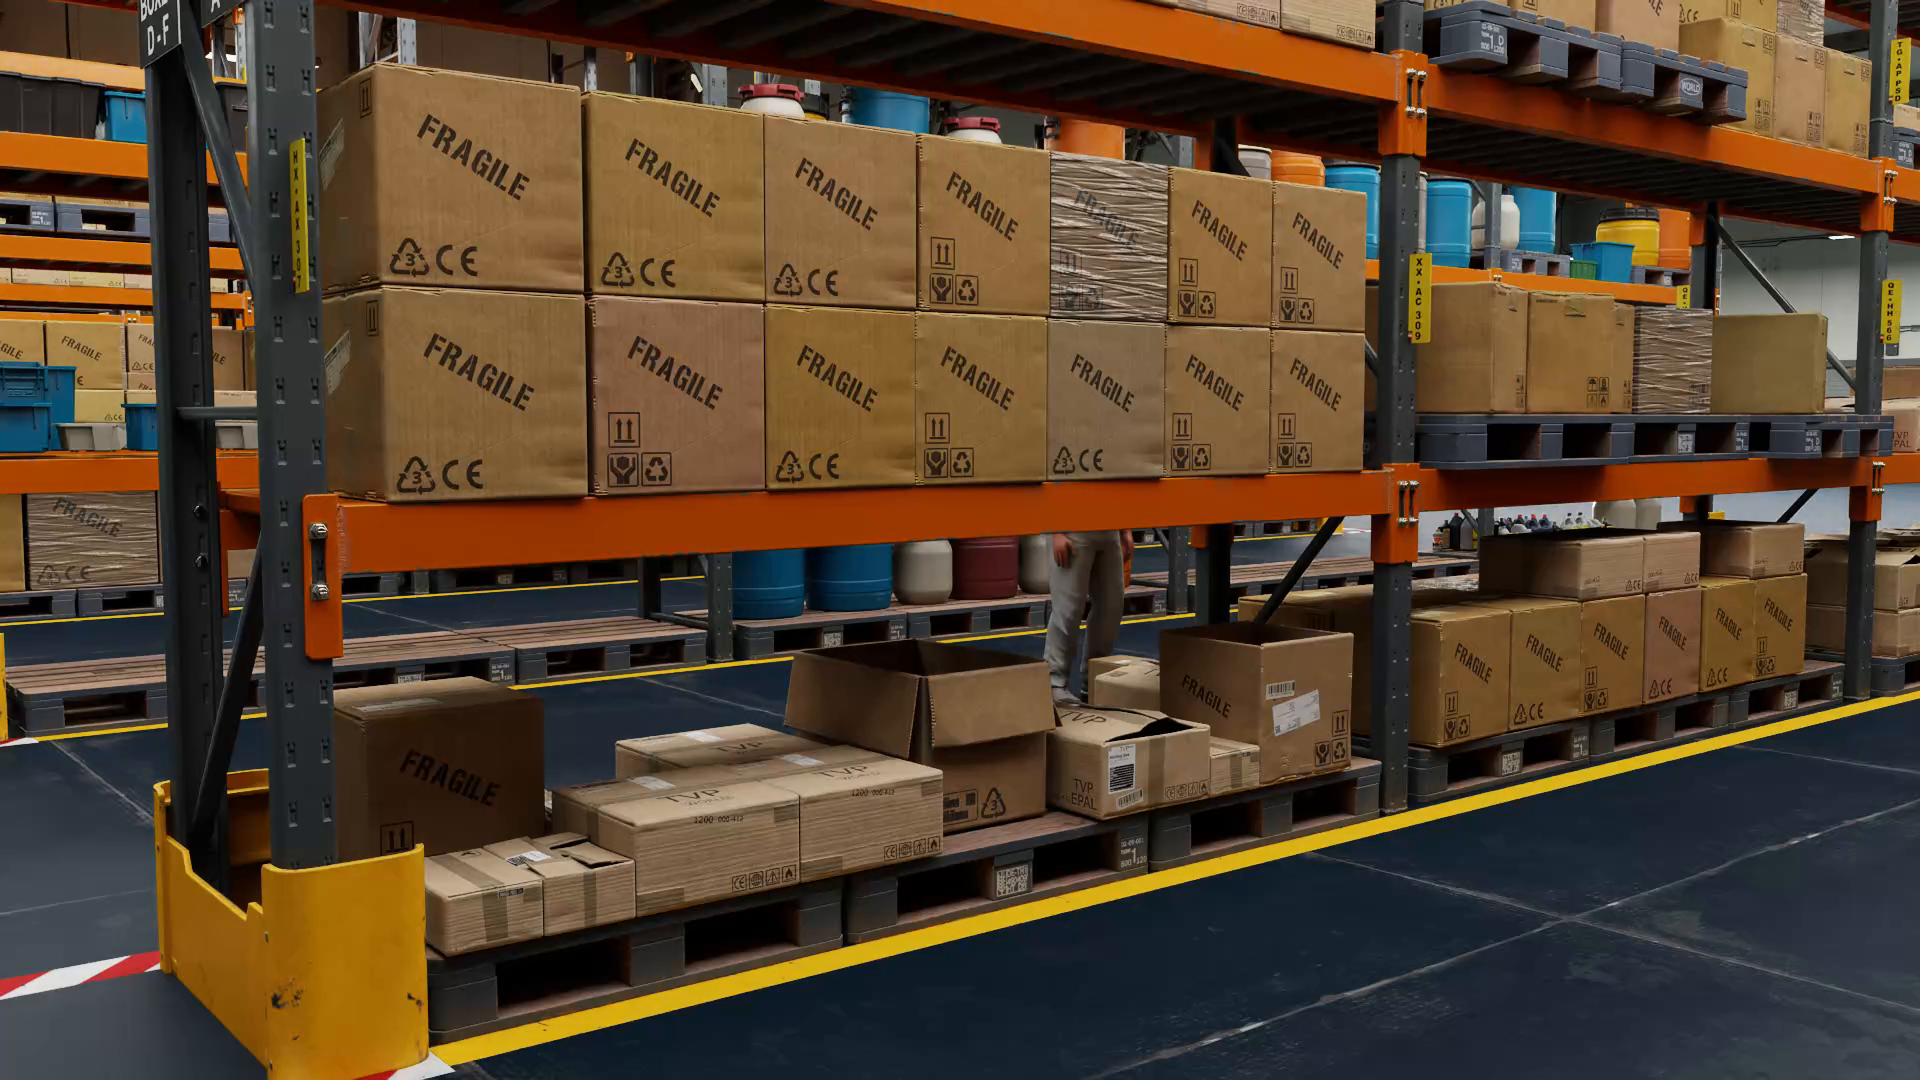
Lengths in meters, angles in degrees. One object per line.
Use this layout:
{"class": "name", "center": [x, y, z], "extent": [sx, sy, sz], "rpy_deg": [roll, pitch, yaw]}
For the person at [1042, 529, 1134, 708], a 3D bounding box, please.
{"class": "person", "center": [0.659, -0.024, 8.738], "extent": [0.606, 1.751, 0.429], "rpy_deg": [-4, 6, -42]}
